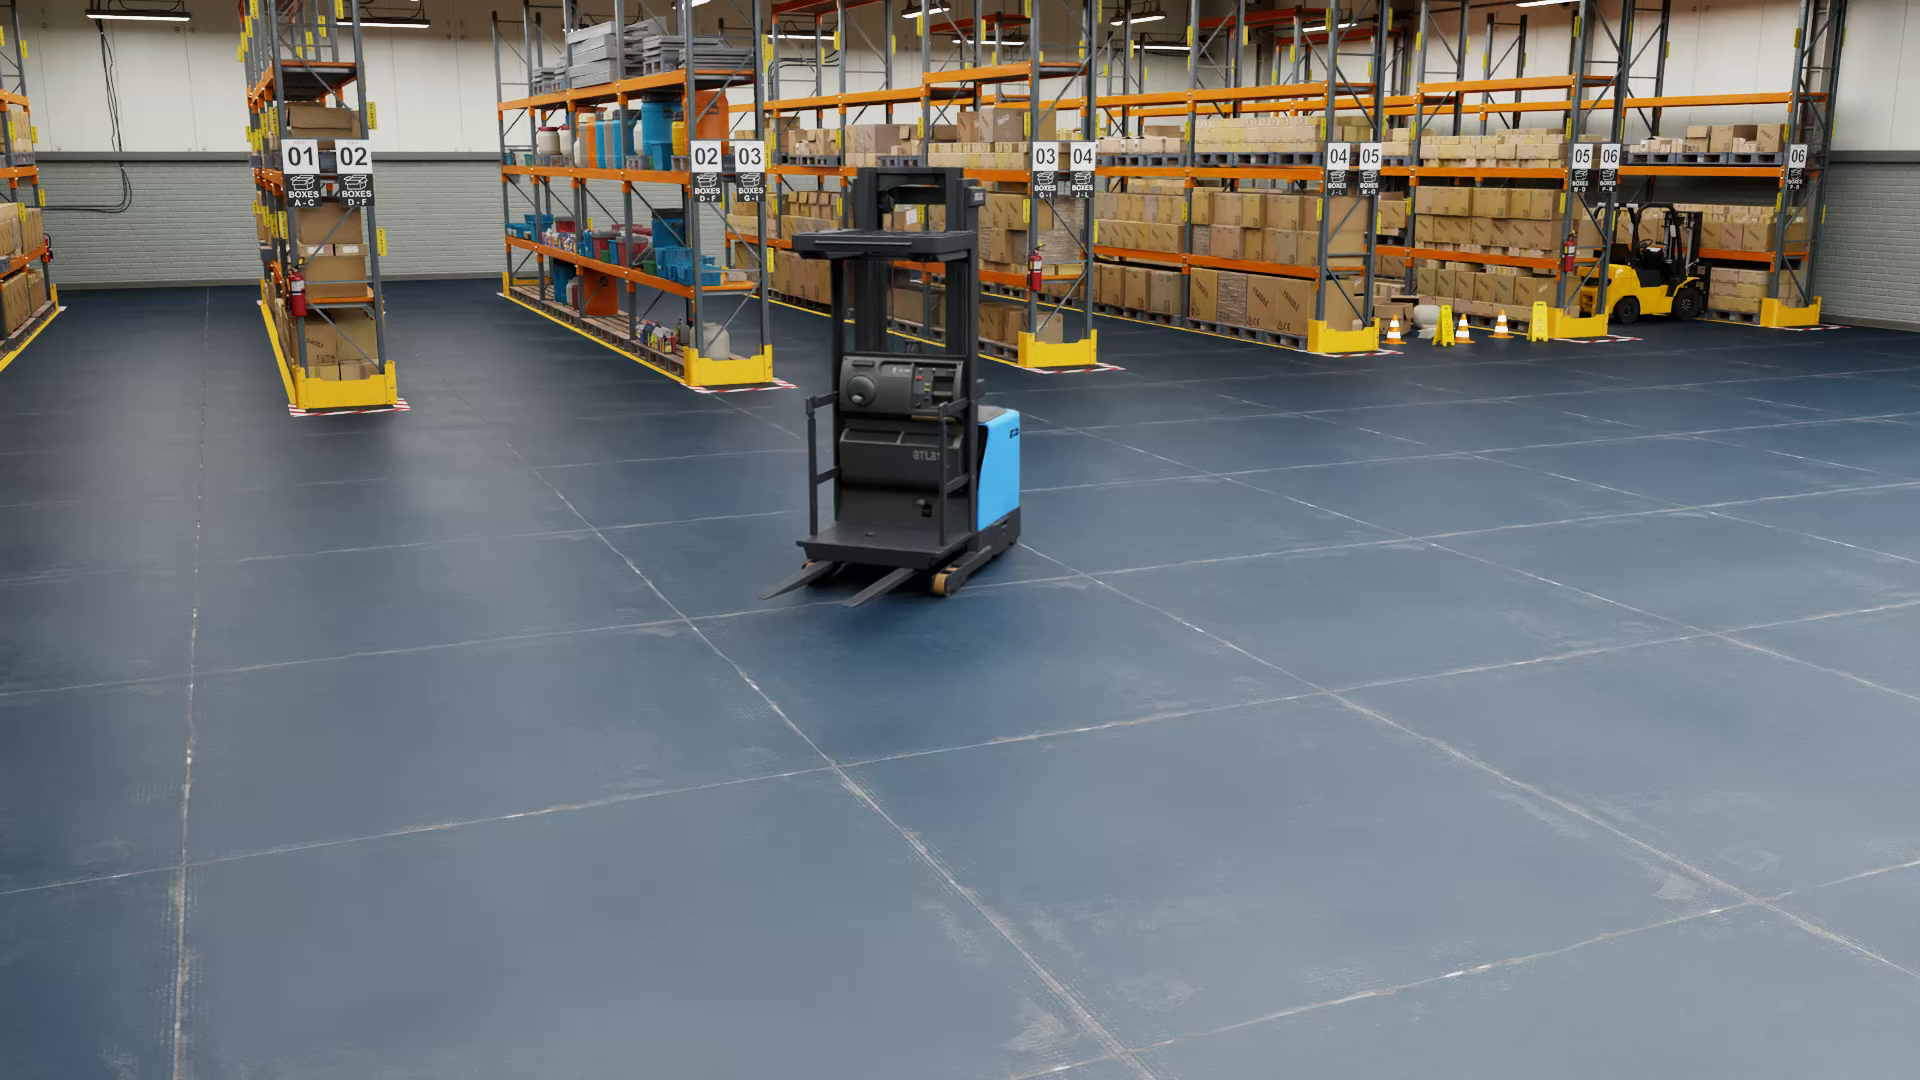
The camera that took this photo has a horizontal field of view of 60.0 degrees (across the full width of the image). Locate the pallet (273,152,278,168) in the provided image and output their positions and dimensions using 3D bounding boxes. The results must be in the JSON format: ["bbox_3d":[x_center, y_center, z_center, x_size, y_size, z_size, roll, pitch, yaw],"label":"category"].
[{"bbox_3d":[-8.847,-5.216,22.800,1.003,0.211,1.213,-6,14,-23],"label":"pallet"}]

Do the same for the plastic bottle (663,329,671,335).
[{"bbox_3d":[-4.358,-2.993,24.716,0.152,0.276,0.135,-6,14,-23],"label":"plastic bottle"}]

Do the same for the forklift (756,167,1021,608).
[{"bbox_3d":[-0.494,-1.133,11.766,1.130,2.935,3.031,5,14,19],"label":"forklift"}]

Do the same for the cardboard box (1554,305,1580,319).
[{"bbox_3d":[10.478,-3.991,29.129,0.500,0.250,0.500,-6,14,-23],"label":"cardboard box"}]

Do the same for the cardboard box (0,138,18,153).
[{"bbox_3d":[-16.990,-6.985,29.424,0.500,0.250,0.500,-6,14,-23],"label":"cardboard box"}]

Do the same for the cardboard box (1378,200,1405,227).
[{"bbox_3d":[8.351,-6.336,32.282,0.500,0.500,0.500,-6,14,-23],"label":"cardboard box"}]

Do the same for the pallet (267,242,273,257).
[{"bbox_3d":[-11.598,-5.106,29.206,1.003,0.211,1.213,-6,14,-23],"label":"pallet"}]

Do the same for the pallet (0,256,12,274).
[{"bbox_3d":[-14.969,-4.119,24.940,1.213,0.211,1.003,-6,14,-23],"label":"pallet"}]

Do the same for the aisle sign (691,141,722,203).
[{"bbox_3d":[-3.314,-4.817,21.765,0.394,0.787,0.004,-6,14,-23],"label":"aisle sign"}]

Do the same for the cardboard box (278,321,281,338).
[{"bbox_3d":[-10.458,-3.318,26.220,0.500,0.250,0.500,-6,14,-24],"label":"cardboard box"}]

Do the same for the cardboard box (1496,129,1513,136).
[{"bbox_3d":[11.957,-8.628,35.970,0.500,0.500,0.500,-5,14,-22],"label":"cardboard box"}]

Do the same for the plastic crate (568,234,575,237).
[{"bbox_3d":[-7.933,-6.081,33.444,0.396,0.136,0.243,-6,14,-23],"label":"plastic crate"}]

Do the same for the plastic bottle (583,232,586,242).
[{"bbox_3d":[-7.182,-5.762,31.897,0.097,0.271,0.097,0,13,0],"label":"plastic bottle"}]

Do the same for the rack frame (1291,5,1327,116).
[{"bbox_3d":[7.343,-9.510,34.503,1.000,3.000,0.127,-6,14,-23],"label":"rack frame"}]

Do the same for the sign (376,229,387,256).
[{"bbox_3d":[-7.099,-3.655,20.413,0.100,0.325,0.005,-6,14,-23],"label":"sign"}]

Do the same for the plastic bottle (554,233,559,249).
[{"bbox_3d":[-7.577,-5.642,31.369,0.152,0.276,0.135,-6,14,-23],"label":"plastic bottle"}]

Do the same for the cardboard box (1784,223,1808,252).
[{"bbox_3d":[15.151,-5.560,30.518,0.500,0.500,0.500,-5,14,-21],"label":"cardboard box"}]

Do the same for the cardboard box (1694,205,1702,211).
[{"bbox_3d":[14.138,-6.265,31.466,0.380,0.149,0.250,-5,14,-22],"label":"cardboard box"}]

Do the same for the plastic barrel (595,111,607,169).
[{"bbox_3d":[-5.599,-6.480,26.951,0.600,0.901,0.708,-6,14,-23],"label":"plastic barrel"}]

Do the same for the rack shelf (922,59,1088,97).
[{"bbox_3d":[0.667,-7.023,25.361,1.077,0.370,4.000,-6,14,-23],"label":"rack shelf"}]

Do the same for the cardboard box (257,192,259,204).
[{"bbox_3d":[-13.671,-6.660,33.056,0.500,0.500,0.500,-5,14,-22],"label":"cardboard box"}]

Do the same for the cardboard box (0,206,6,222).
[{"bbox_3d":[-15.718,-5.250,26.812,0.500,0.250,0.500,-6,14,-23],"label":"cardboard box"}]

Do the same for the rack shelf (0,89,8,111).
[{"bbox_3d":[-16.154,-7.141,26.748,1.077,0.370,4.000,-6,14,-23],"label":"rack shelf"}]

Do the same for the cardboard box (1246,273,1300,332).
[{"bbox_3d":[5.366,-3.952,27.573,0.875,0.875,0.875,-6,14,-24],"label":"cardboard box"}]

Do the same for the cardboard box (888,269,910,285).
[{"bbox_3d":[-1.219,-4.810,30.404,0.500,0.250,0.500,-4,14,-17],"label":"cardboard box"}]

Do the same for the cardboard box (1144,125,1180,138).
[{"bbox_3d":[3.801,-7.549,31.307,0.500,0.500,0.500,-6,14,-23],"label":"cardboard box"}]

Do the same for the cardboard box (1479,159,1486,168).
[{"bbox_3d":[9.464,-6.694,29.546,0.380,0.149,0.250,-6,14,-23],"label":"cardboard box"}]

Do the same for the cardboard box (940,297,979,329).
[{"bbox_3d":[-0.011,-3.766,27.604,0.500,0.500,0.500,-6,14,-25],"label":"cardboard box"}]

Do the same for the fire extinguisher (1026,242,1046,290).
[{"bbox_3d":[1.092,-3.937,23.898,0.296,0.674,0.183,-6,14,-23],"label":"fire extinguisher"}]

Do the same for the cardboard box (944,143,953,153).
[{"bbox_3d":[-0.028,-6.246,26.503,0.380,0.149,0.250,-6,14,-23],"label":"cardboard box"}]

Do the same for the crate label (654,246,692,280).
[{"bbox_3d":[-4.055,-3.965,23.772,0.502,0.435,0.616,-6,14,-23],"label":"crate label"}]

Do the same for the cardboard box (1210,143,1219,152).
[{"bbox_3d":[4.489,-6.674,28.307,0.380,0.149,0.250,-6,14,-23],"label":"cardboard box"}]

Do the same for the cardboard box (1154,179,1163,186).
[{"bbox_3d":[4.872,-8.570,39.870,0.380,0.149,0.250,-6,14,-24],"label":"cardboard box"}]

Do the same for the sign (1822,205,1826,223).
[{"bbox_3d":[15.606,-5.893,30.084,0.100,0.325,0.005,-6,14,-23],"label":"sign"}]

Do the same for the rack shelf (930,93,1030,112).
[{"bbox_3d":[0.445,-9.930,37.919,1.077,0.370,4.000,-6,14,-23],"label":"rack shelf"}]

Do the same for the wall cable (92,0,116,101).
[{"bbox_3d":[-18.016,-11.319,38.003,3.097,2.526,0.112,-6,14,-23],"label":"wall cable"}]

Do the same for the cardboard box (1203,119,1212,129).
[{"bbox_3d":[4.388,-7.115,28.444,0.380,0.149,0.250,-6,14,-23],"label":"cardboard box"}]

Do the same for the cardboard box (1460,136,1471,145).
[{"bbox_3d":[9.228,-7.184,29.894,0.380,0.149,0.250,-6,14,-25],"label":"cardboard box"}]

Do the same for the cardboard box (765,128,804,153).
[{"bbox_3d":[-3.708,-8.438,35.150,0.700,0.500,0.500,-7,15,-26],"label":"cardboard box"}]

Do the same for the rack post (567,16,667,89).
[{"bbox_3d":[-5.540,-7.838,26.834,1.013,1.000,3.121,-6,14,-23],"label":"rack post"}]

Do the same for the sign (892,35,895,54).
[{"bbox_3d":[-1.243,-9.160,30.742,0.100,0.325,0.005,-6,14,-23],"label":"sign"}]

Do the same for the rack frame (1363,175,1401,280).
[{"bbox_3d":[10.288,-7.863,40.691,1.000,3.000,0.127,-6,14,-23],"label":"rack frame"}]

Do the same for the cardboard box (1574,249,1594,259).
[{"bbox_3d":[10.602,-4.901,28.451,0.380,0.149,0.250,-6,14,-23],"label":"cardboard box"}]

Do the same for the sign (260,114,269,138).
[{"bbox_3d":[-9.706,-5.787,23.227,0.100,0.325,0.005,-6,14,-23],"label":"sign"}]

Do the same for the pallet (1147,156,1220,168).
[{"bbox_3d":[4.038,-6.846,30.070,0.805,0.209,1.217,-6,14,-25],"label":"pallet"}]

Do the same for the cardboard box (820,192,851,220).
[{"bbox_3d":[-2.273,-6.517,32.430,0.797,0.503,0.637,-5,14,-22],"label":"cardboard box"}]

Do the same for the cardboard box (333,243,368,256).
[{"bbox_3d":[-7.570,-3.611,20.658,0.380,0.149,0.250,-6,14,-23],"label":"cardboard box"}]

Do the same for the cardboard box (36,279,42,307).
[{"bbox_3d":[-17.782,-4.647,31.408,0.700,0.500,0.500,-6,14,-25],"label":"cardboard box"}]

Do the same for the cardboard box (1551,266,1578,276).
[{"bbox_3d":[12.969,-5.526,34.927,0.875,0.625,0.625,-6,14,-24],"label":"cardboard box"}]

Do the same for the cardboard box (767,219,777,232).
[{"bbox_3d":[-3.756,-6.658,35.158,0.500,0.250,0.500,-6,14,-24],"label":"cardboard box"}]

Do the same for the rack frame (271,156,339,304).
[{"bbox_3d":[-9.213,-3.972,23.879,1.000,3.000,0.127,-6,14,-23],"label":"rack frame"}]

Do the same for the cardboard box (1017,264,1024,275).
[{"bbox_3d":[1.065,-4.009,24.597,0.380,0.149,0.250,-6,14,-23],"label":"cardboard box"}]

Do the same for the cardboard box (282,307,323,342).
[{"bbox_3d":[-9.106,-2.976,23.078,0.500,0.500,0.500,-6,14,-23],"label":"cardboard box"}]
